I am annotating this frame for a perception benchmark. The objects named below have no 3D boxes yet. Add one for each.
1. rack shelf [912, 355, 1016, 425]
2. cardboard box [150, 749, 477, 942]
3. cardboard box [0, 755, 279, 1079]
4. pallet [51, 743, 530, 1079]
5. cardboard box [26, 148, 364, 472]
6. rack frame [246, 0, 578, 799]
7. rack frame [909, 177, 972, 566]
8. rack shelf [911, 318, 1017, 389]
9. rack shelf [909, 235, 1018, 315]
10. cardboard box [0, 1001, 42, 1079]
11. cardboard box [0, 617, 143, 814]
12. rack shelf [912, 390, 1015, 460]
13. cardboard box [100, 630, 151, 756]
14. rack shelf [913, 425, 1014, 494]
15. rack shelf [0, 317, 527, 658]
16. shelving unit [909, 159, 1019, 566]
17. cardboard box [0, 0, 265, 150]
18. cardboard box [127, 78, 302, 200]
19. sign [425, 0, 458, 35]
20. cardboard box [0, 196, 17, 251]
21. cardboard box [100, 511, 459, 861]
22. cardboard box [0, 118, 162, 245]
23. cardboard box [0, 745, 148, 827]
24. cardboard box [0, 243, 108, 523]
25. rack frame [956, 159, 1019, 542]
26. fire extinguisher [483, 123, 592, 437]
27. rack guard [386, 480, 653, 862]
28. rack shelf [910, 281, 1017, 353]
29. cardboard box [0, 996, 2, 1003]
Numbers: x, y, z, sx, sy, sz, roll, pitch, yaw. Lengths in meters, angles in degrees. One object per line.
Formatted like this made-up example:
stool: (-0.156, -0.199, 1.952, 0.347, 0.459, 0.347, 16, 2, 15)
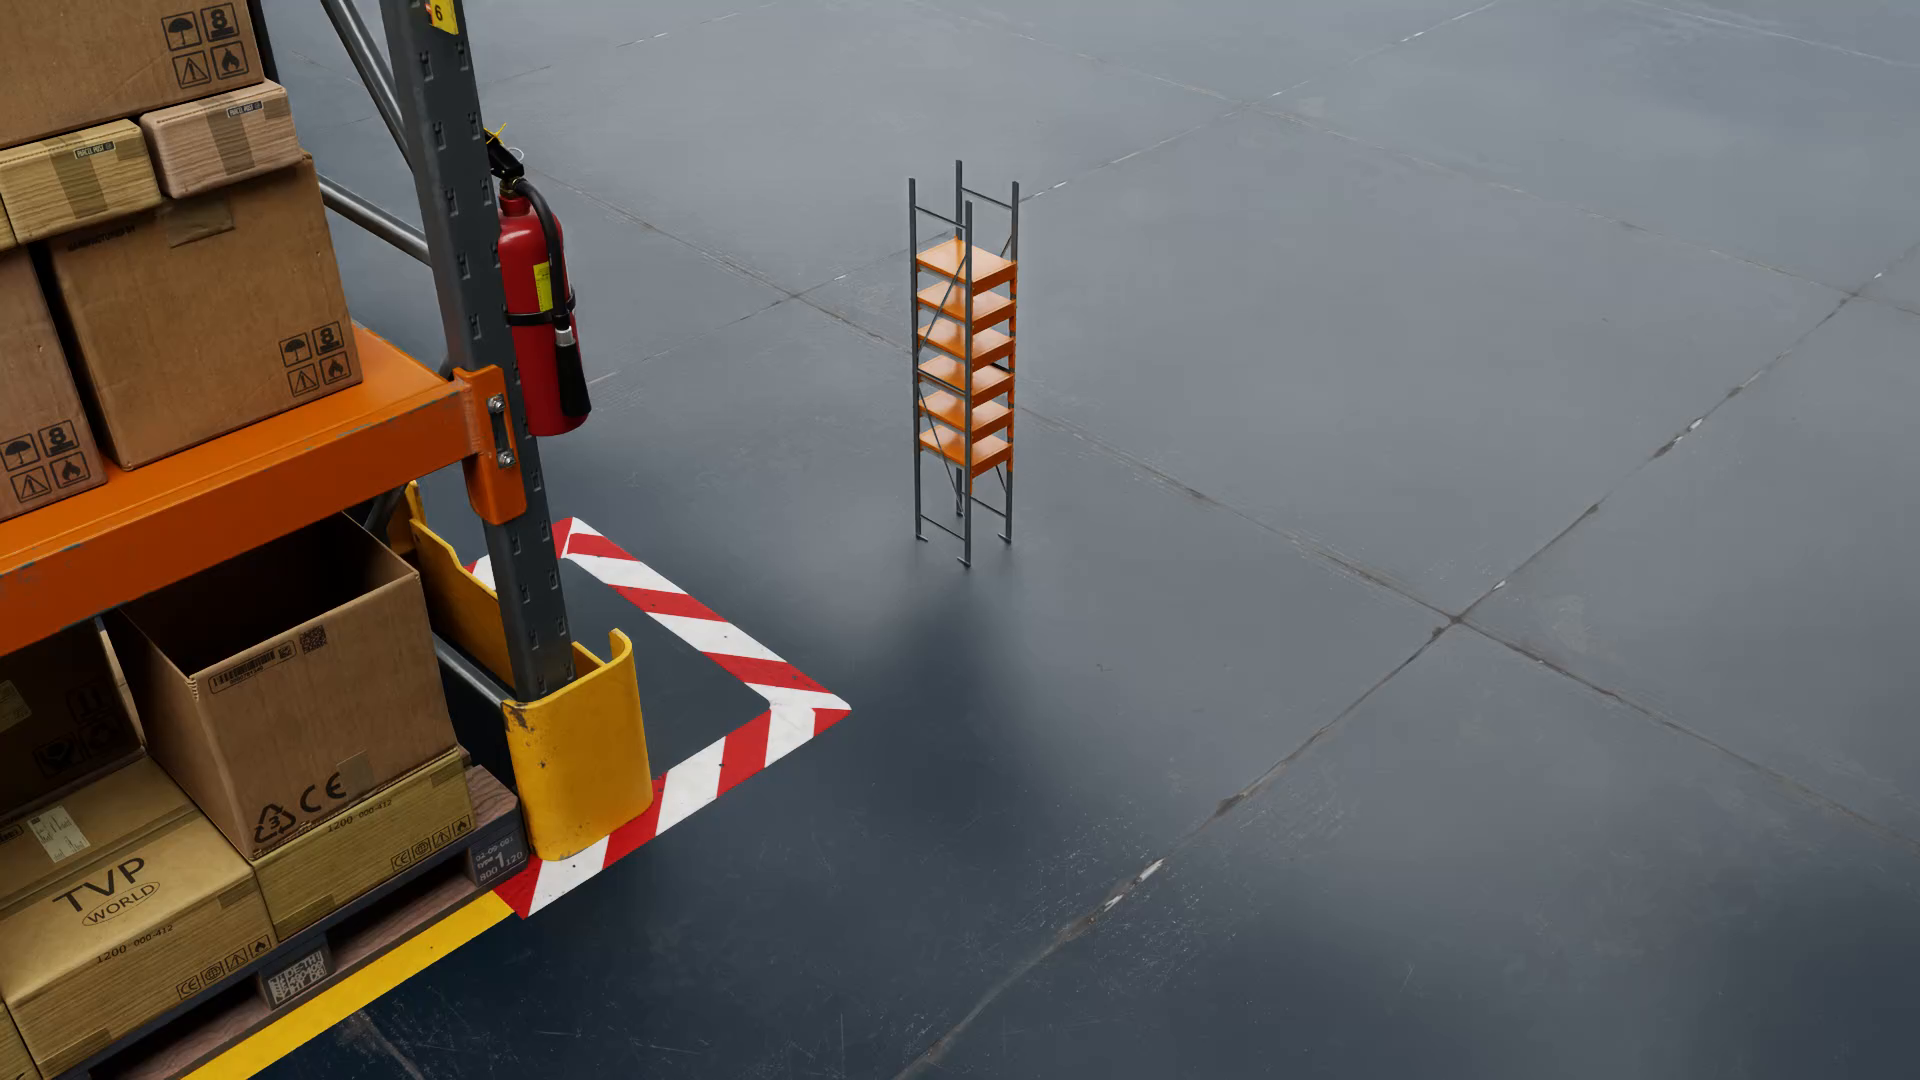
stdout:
rack shelf: (0.010, -0.462, 4.941, 0.258, 0.103, 0.180, 30, 45, 35)
cardboard box: (-1.485, 0.577, 3.837, 0.500, 0.250, 0.500, 30, 45, 35)
cardboard box: (-1.828, 0.785, 3.539, 0.500, 0.250, 0.500, 30, 45, 35)
pallet: (-1.826, 0.756, 3.982, 1.003, 0.211, 1.213, 30, 45, 35)
cardboard box: (-1.654, -0.572, 3.361, 0.700, 0.500, 0.500, 30, 45, 35)
rack frame: (-1.317, -0.715, 3.654, 1.000, 3.000, 0.127, 30, 45, 35)
rack frame: (-0.054, -0.461, 4.862, 0.240, 1.200, 0.006, 30, 45, 35)
rack shelf: (0.010, -0.560, 4.872, 0.258, 0.103, 0.180, 30, 45, 35)
rack shelf: (0.010, -0.757, 4.735, 0.258, 0.103, 0.180, 30, 45, 35)
cardboard box: (-2.179, 0.988, 3.247, 0.500, 0.250, 0.500, 30, 45, 35)
cardboard box: (-2.203, 0.264, 3.630, 0.500, 0.500, 0.500, 30, 45, 35)
rack shelf: (0.010, -0.363, 5.009, 0.258, 0.103, 0.180, 30, 45, 35)
cardboard box: (-1.852, 0.368, 4.137, 0.500, 0.250, 0.500, 30, 45, 35)
rack shelf: (0.010, -0.265, 5.078, 0.258, 0.103, 0.180, 30, 45, 35)
rack shelf: (-2.726, 0.391, 2.695, 1.077, 0.370, 4.000, 30, 45, 35)
shelving unit: (0.010, -0.498, 4.915, 0.258, 1.200, 0.189, 30, 45, 35)
cardboard box: (-1.692, -1.083, 2.959, 0.500, 0.500, 0.700, -30, 45, -35)
cardboard box: (-1.450, -0.791, 3.107, 0.380, 0.149, 0.250, 29, 44, 35)
sign: (-0.941, -1.063, 2.933, 0.100, 0.325, 0.005, 30, 45, 35)
cardboard box: (-1.814, -0.580, 2.805, 0.380, 0.149, 0.250, 29, 44, 35)
cardboard box: (-1.483, 0.270, 3.621, 0.500, 0.500, 0.500, 30, 45, 35)
cardboard box: (-1.634, -0.684, 2.954, 0.250, 0.149, 0.380, -29, 44, -35)
cardboard box: (-2.202, 0.573, 3.843, 0.500, 0.250, 0.500, 30, 45, 35)
cardboard box: (-2.021, -0.357, 3.052, 0.500, 0.500, 0.700, -29, 44, -35)
rack frame: (0.075, -0.535, 4.968, 0.240, 1.200, 0.006, 30, 45, 35)
fire extinguisher: (-0.904, -0.545, 3.476, 0.296, 0.674, 0.183, 30, 45, 35)
rack guard: (-1.300, 0.300, 4.383, 1.175, 0.500, 0.348, 30, 45, 35)
rack shelf: (0.010, -0.658, 4.803, 0.258, 0.103, 0.180, 30, 45, 35)
cardboard box: (-2.177, 0.682, 3.031, 0.500, 0.500, 0.500, 30, 45, 35)
